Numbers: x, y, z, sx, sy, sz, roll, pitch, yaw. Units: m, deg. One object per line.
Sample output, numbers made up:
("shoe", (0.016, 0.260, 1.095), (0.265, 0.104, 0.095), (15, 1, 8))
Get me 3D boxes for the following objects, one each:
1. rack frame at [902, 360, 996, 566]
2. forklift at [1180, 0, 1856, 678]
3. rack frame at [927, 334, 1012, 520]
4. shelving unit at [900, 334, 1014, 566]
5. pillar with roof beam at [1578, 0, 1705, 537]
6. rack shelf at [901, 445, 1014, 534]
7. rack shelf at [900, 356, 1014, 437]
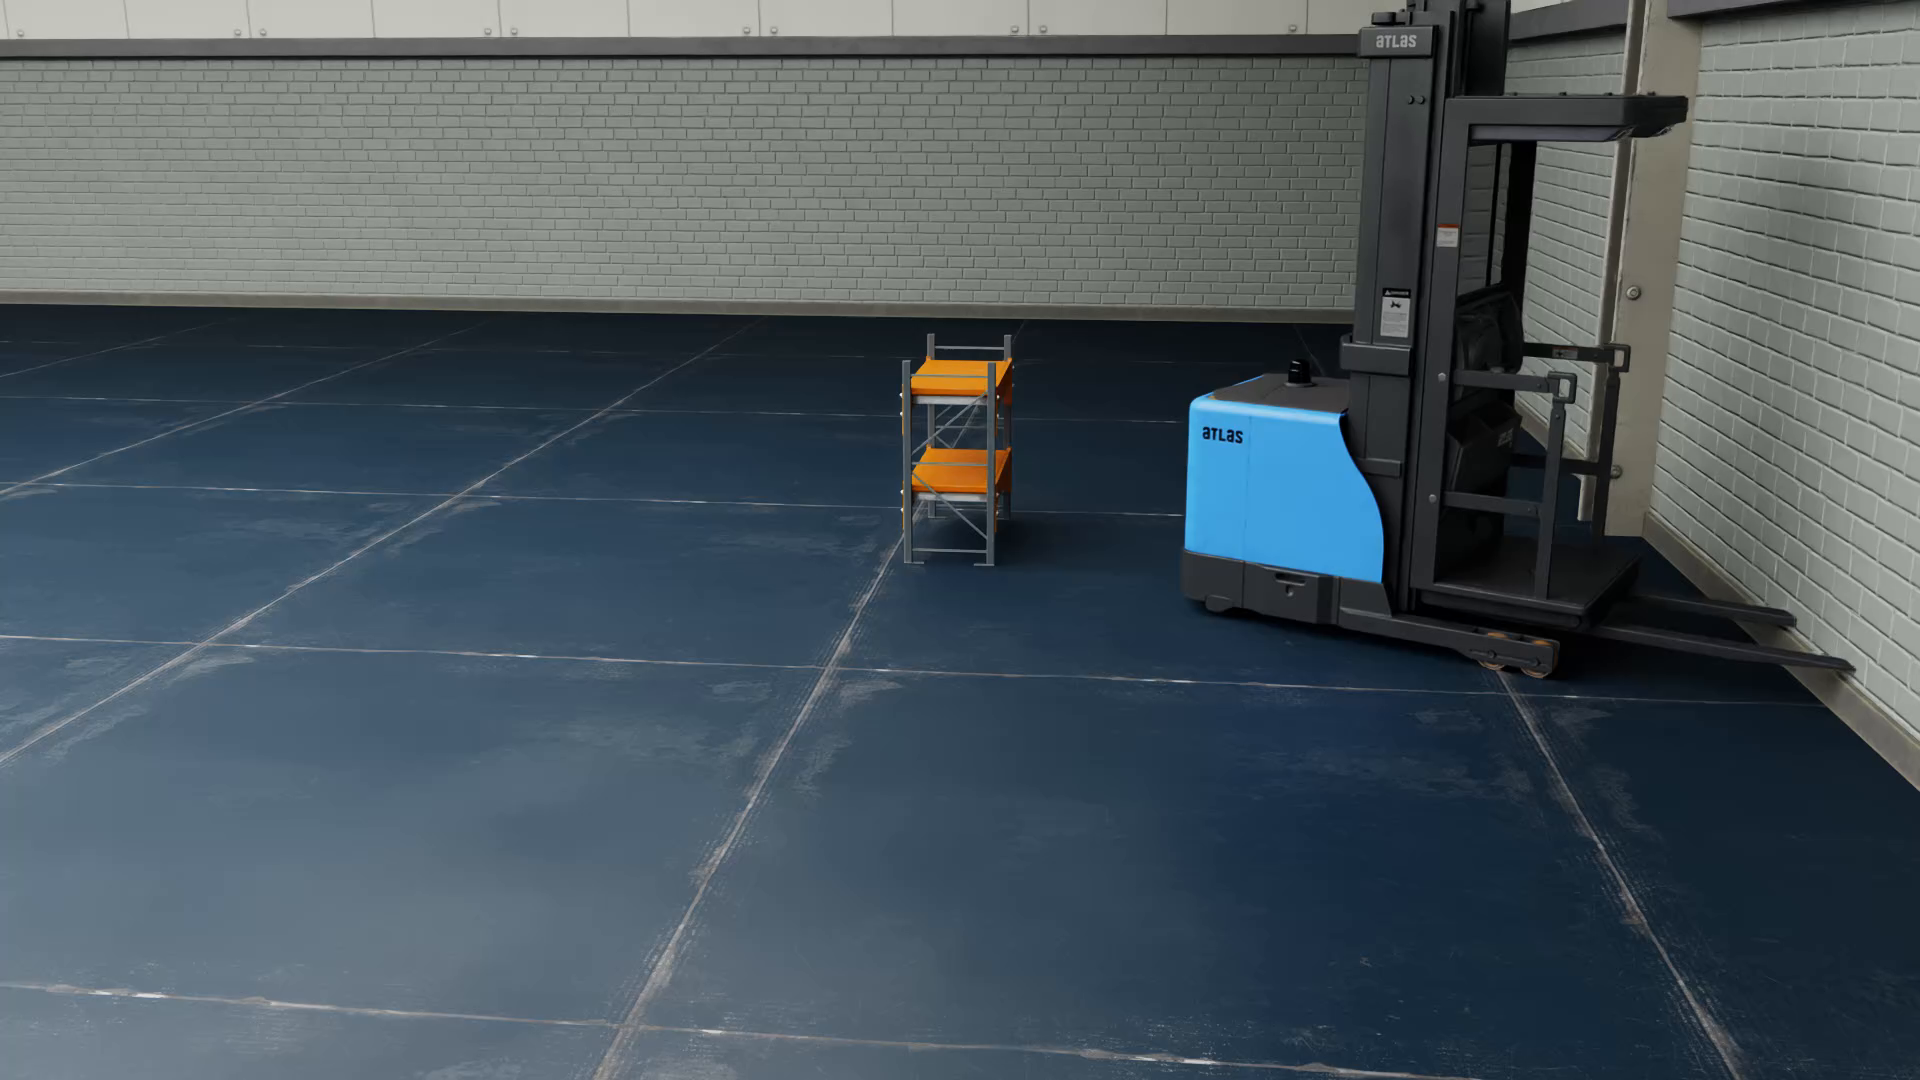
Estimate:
("rack frame", (-0.058, -0.409, 9.021), (0.500, 1.125, 0.032), (2, 15, 6))
("forklift", (2.619, -0.959, 7.595), (3.031, 2.935, 1.130), (10, 18, 32))
("rack frame", (0.057, -0.673, 9.996), (0.500, 1.125, 0.032), (2, 15, 6))
("shelving unit", (-0.001, -0.541, 9.509), (0.538, 1.125, 1.048), (2, 15, 6))
("pillar with roof beam", (-0.379, -4.546, 9.236), (9.100, 9.000, 0.400), (2, 15, 6))
("rack shelf", (-0.001, -0.305, 9.573), (0.538, 0.278, 1.000), (2, 15, 6))
("rack shelf", (-0.001, -0.824, 9.432), (0.538, 0.278, 1.000), (2, 15, 6))
